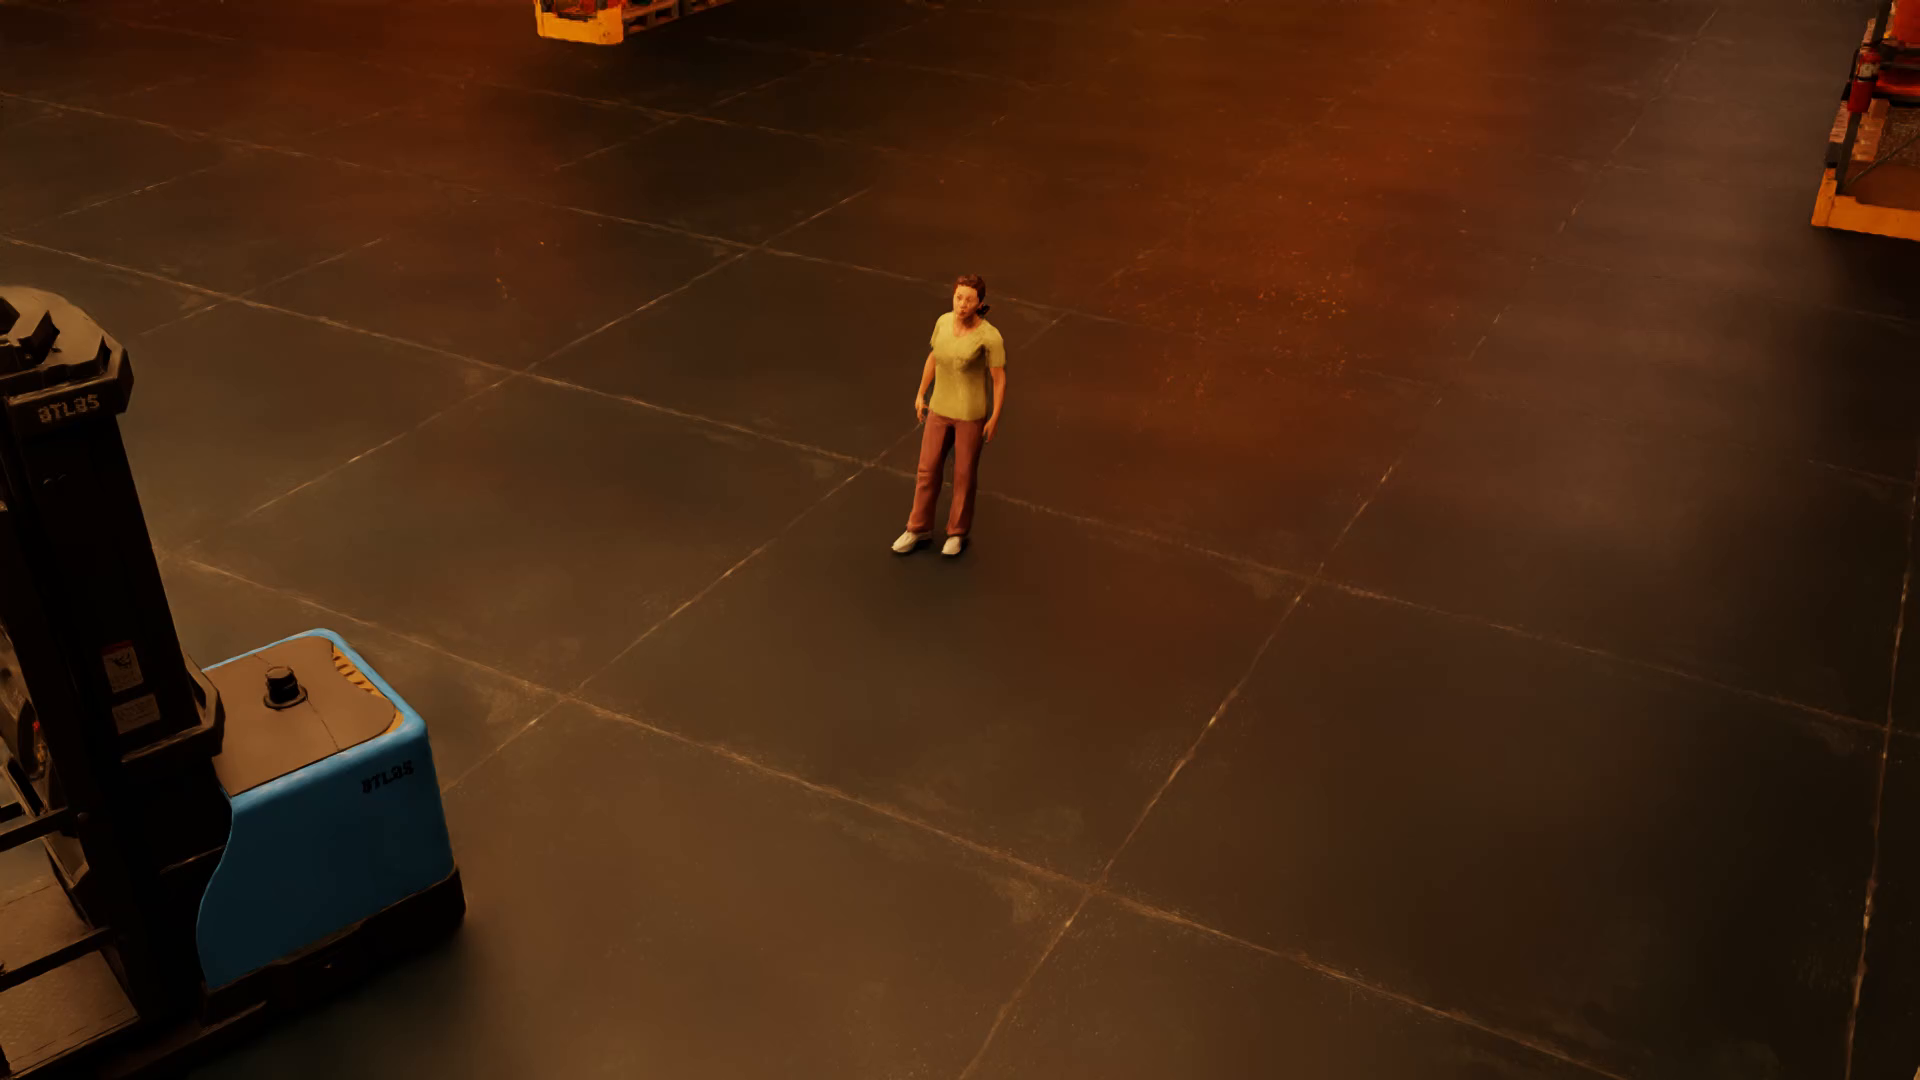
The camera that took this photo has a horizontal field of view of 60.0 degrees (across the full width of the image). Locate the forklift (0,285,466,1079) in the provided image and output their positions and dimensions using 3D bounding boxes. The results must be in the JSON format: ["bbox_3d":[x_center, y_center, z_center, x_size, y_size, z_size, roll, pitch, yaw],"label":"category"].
[{"bbox_3d":[-3.558,0.687,5.880,3.031,2.935,1.130,-24,37,-35],"label":"forklift"}]

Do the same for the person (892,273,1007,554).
[{"bbox_3d":[-0.046,-0.702,9.529,0.554,1.674,0.548,15,33,25],"label":"person"}]
